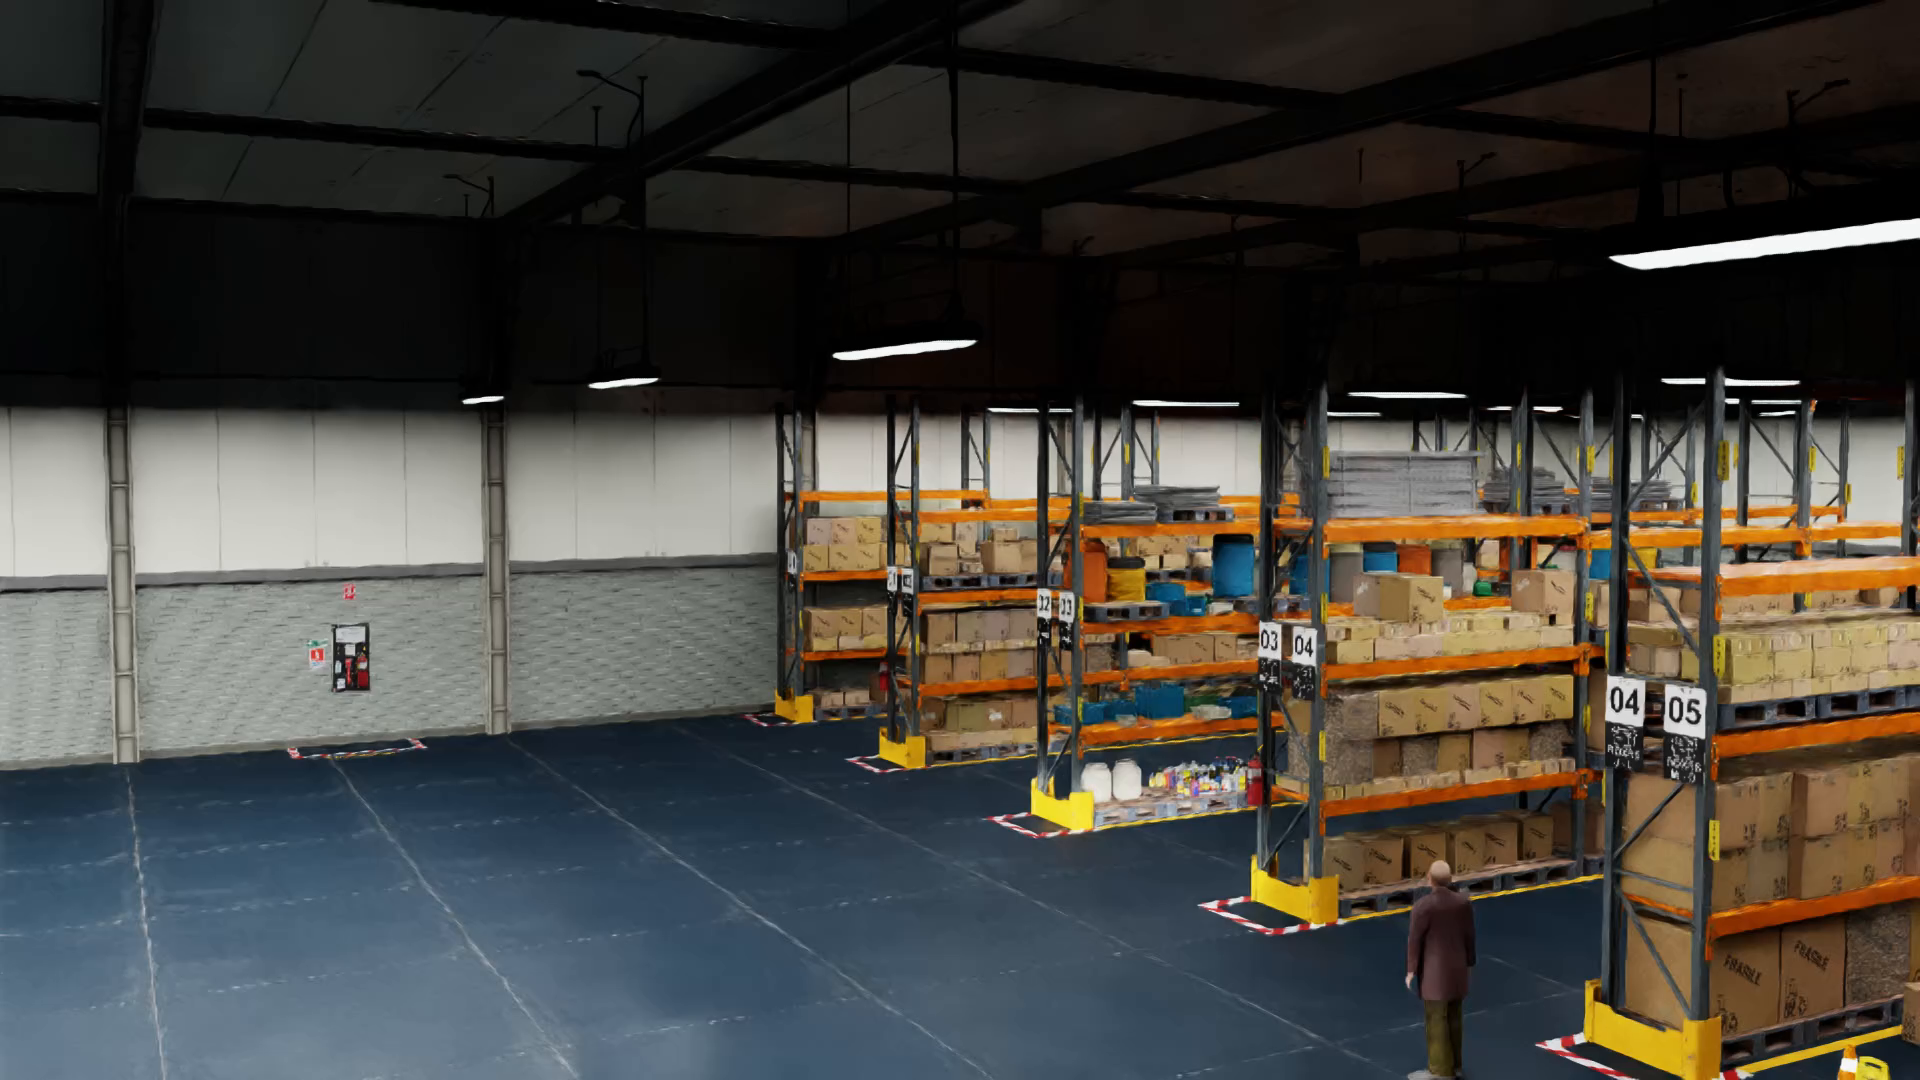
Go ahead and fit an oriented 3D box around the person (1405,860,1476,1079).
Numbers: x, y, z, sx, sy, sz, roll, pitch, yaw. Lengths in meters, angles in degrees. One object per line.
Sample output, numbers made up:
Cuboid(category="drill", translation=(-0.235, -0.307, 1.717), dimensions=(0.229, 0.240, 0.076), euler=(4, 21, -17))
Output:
Cuboid(category="person", translation=(3.916, 3.494, 13.554), dimensions=(0.634, 1.776, 0.516), euler=(-1, 3, -20))
